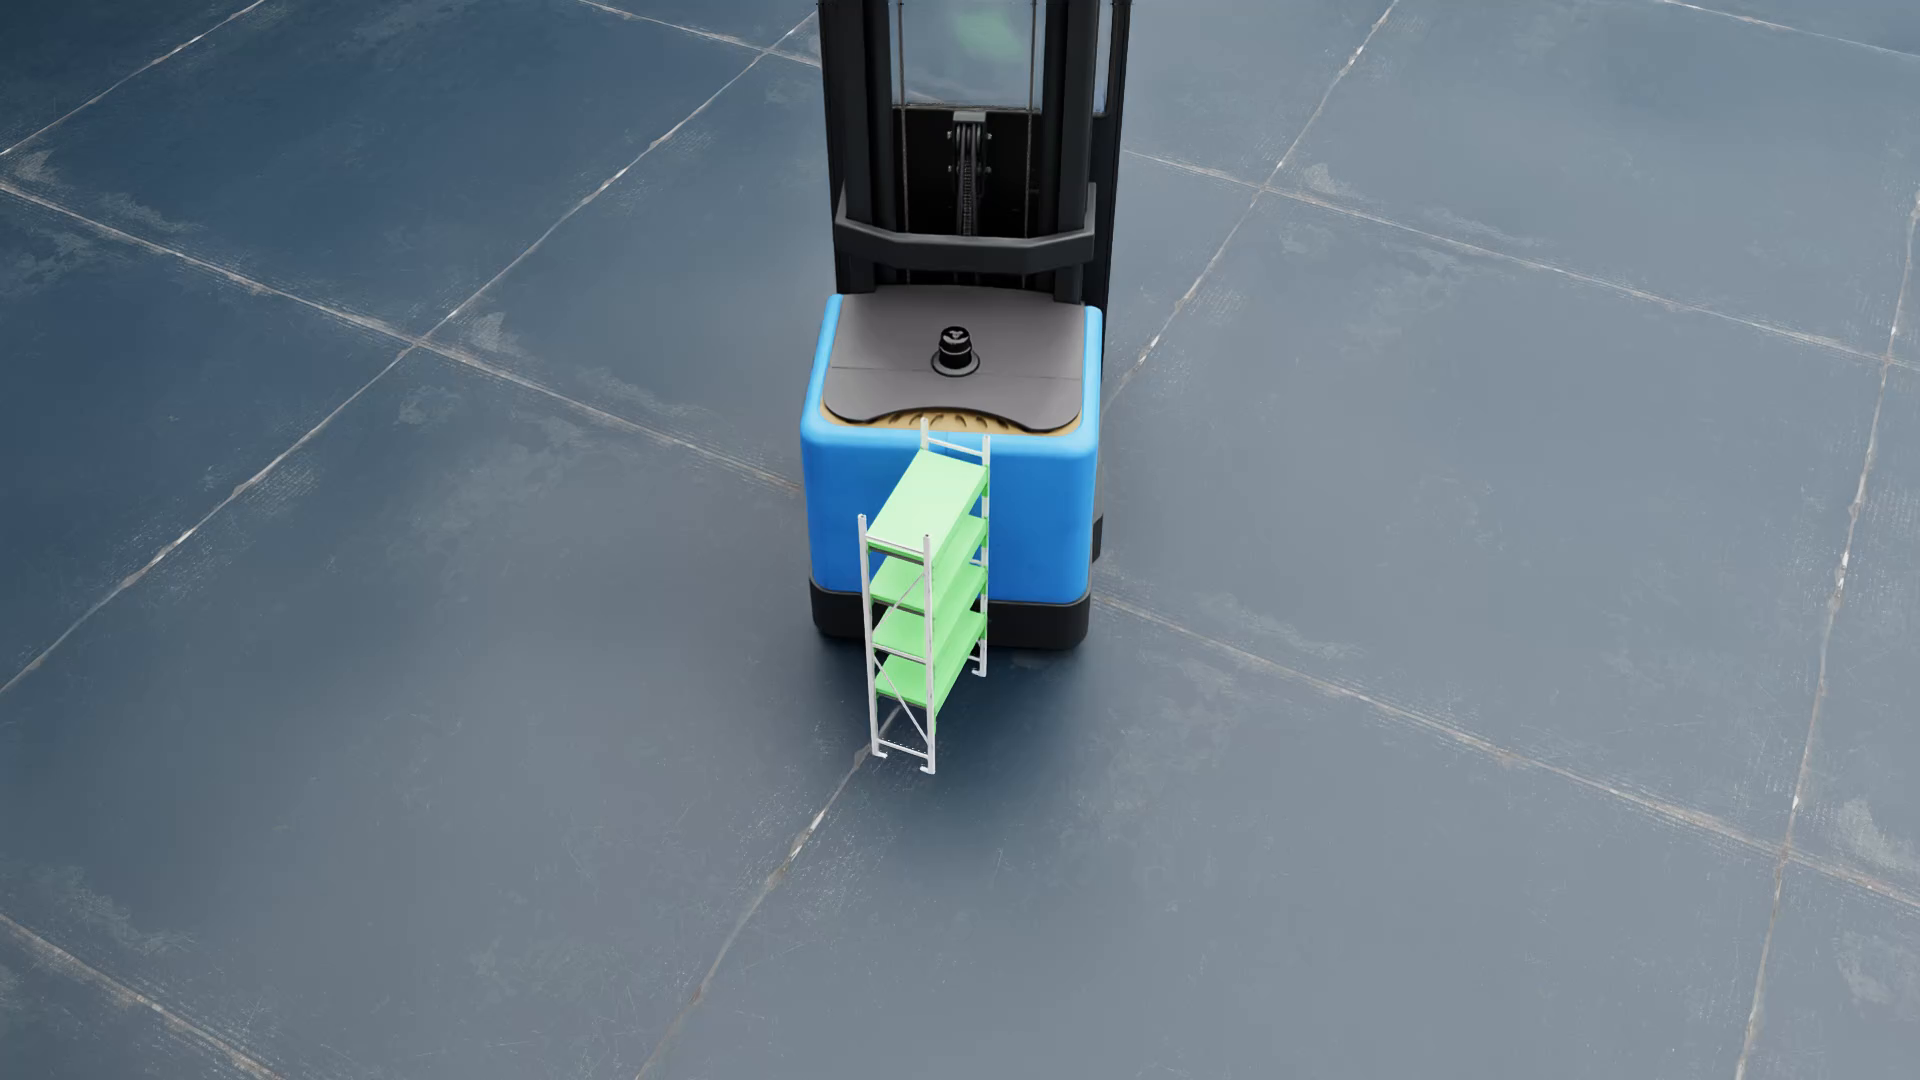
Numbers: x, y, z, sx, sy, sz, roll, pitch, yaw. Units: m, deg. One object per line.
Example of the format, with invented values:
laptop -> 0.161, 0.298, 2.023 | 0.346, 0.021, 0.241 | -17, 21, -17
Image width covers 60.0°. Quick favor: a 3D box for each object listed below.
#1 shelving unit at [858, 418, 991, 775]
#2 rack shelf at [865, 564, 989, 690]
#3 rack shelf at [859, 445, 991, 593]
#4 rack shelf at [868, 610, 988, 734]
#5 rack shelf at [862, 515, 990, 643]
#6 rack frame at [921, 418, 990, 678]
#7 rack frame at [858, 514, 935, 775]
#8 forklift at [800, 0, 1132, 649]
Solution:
shelving unit -> -0.109, 0.217, 5.691 | 0.258, 1.200, 0.503 | 16, 48, 16
rack shelf -> -0.109, 0.262, 5.737 | 0.258, 0.148, 0.480 | 16, 48, 16
rack shelf -> -0.109, -0.075, 5.396 | 0.258, 0.148, 0.480 | 16, 48, 16
rack shelf -> -0.109, 0.431, 5.908 | 0.258, 0.148, 0.480 | 16, 48, 16
rack shelf -> -0.109, 0.094, 5.566 | 0.258, 0.148, 0.480 | 16, 48, 16
rack frame -> -0.016, 0.057, 5.850 | 0.240, 1.200, 0.015 | 16, 48, 16
rack frame -> -0.202, 0.378, 5.533 | 0.240, 1.200, 0.015 | 16, 48, 16
forklift -> 0.069, -1.667, 6.336 | 1.130, 2.935, 3.031 | 3, 45, 3
